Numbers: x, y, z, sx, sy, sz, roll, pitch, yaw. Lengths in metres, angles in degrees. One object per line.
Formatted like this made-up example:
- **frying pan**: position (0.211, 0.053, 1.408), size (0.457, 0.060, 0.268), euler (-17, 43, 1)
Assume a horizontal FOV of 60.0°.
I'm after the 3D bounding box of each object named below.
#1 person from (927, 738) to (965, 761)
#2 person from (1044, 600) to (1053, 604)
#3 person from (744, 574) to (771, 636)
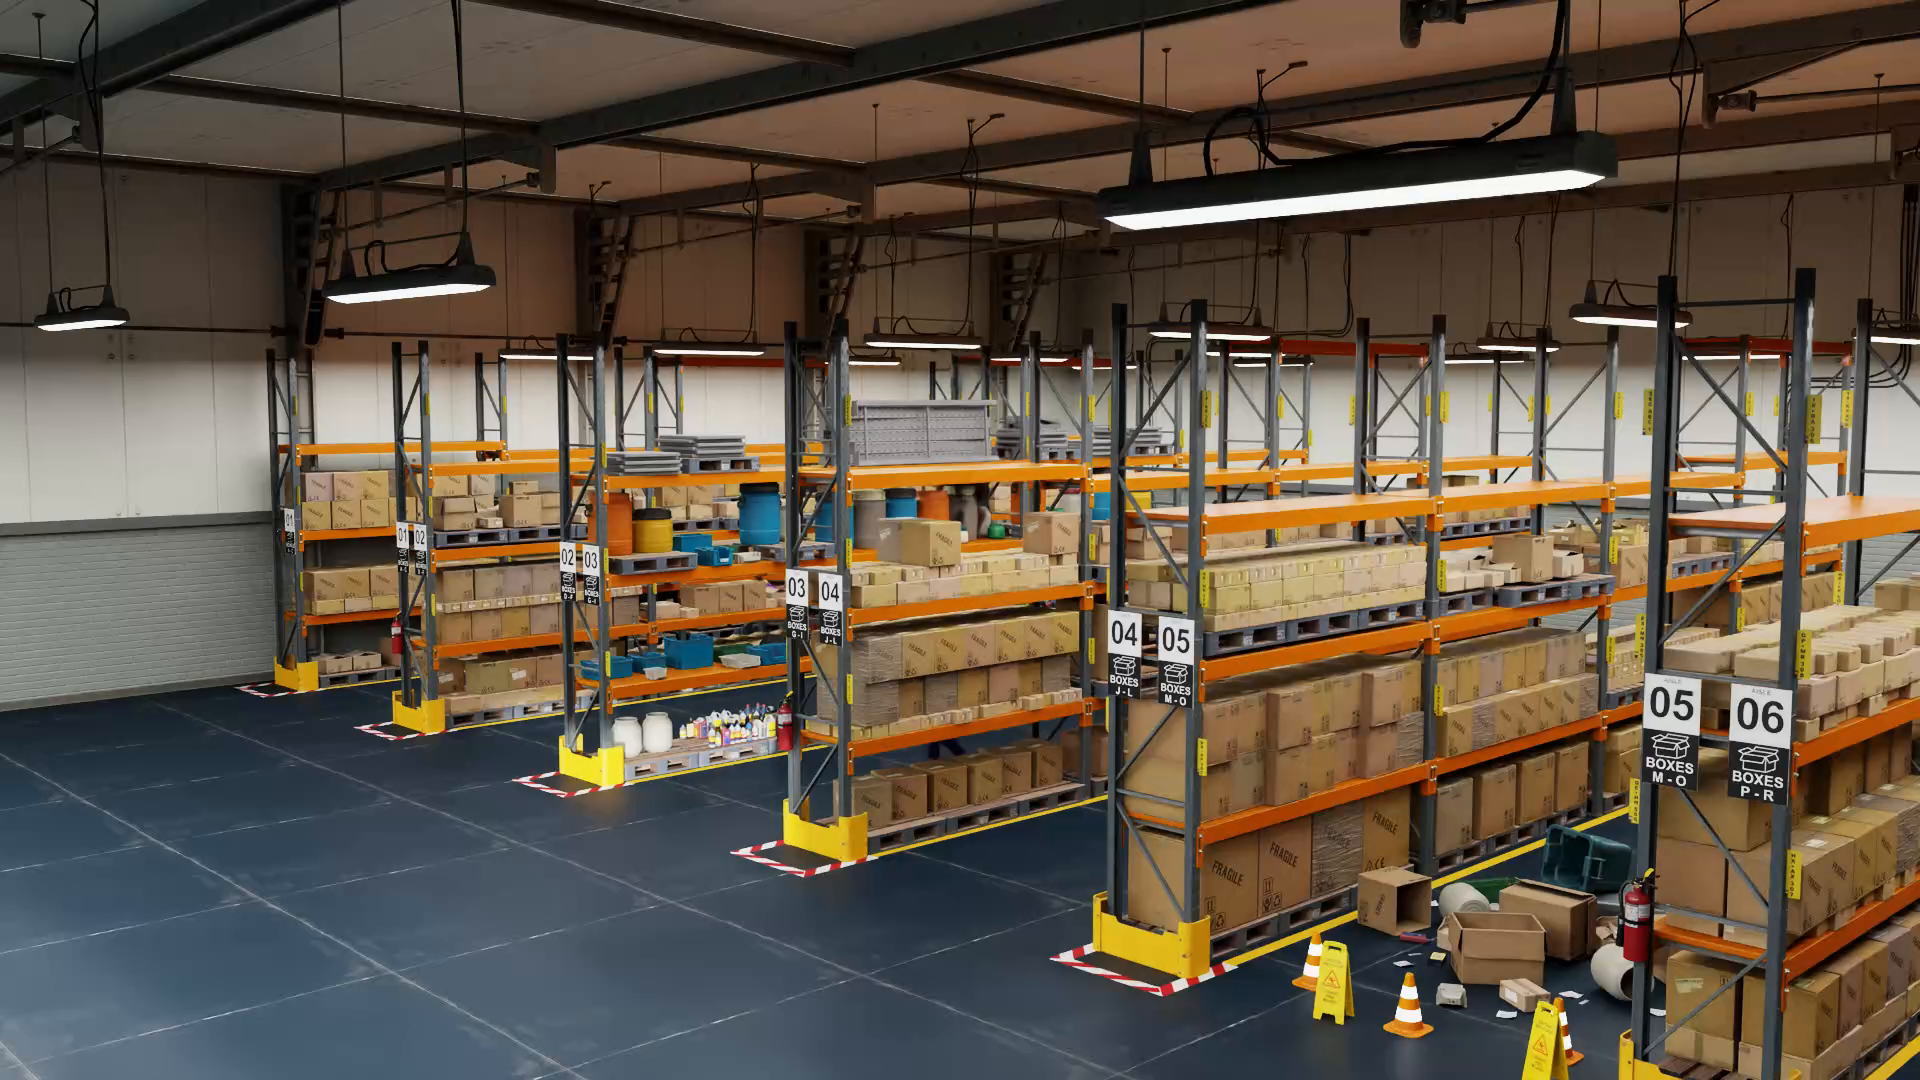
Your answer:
- **person**: position (-0.212, 2.411, 22.655), size (0.867, 1.674, 0.627), euler (-5, 7, -44)
- **person**: position (1.917, 1.418, 33.282), size (0.800, 1.772, 0.656), euler (-5, 7, -44)
- **person**: position (-4.020, 1.424, 33.173), size (0.672, 1.824, 0.766), euler (3, 6, 34)
